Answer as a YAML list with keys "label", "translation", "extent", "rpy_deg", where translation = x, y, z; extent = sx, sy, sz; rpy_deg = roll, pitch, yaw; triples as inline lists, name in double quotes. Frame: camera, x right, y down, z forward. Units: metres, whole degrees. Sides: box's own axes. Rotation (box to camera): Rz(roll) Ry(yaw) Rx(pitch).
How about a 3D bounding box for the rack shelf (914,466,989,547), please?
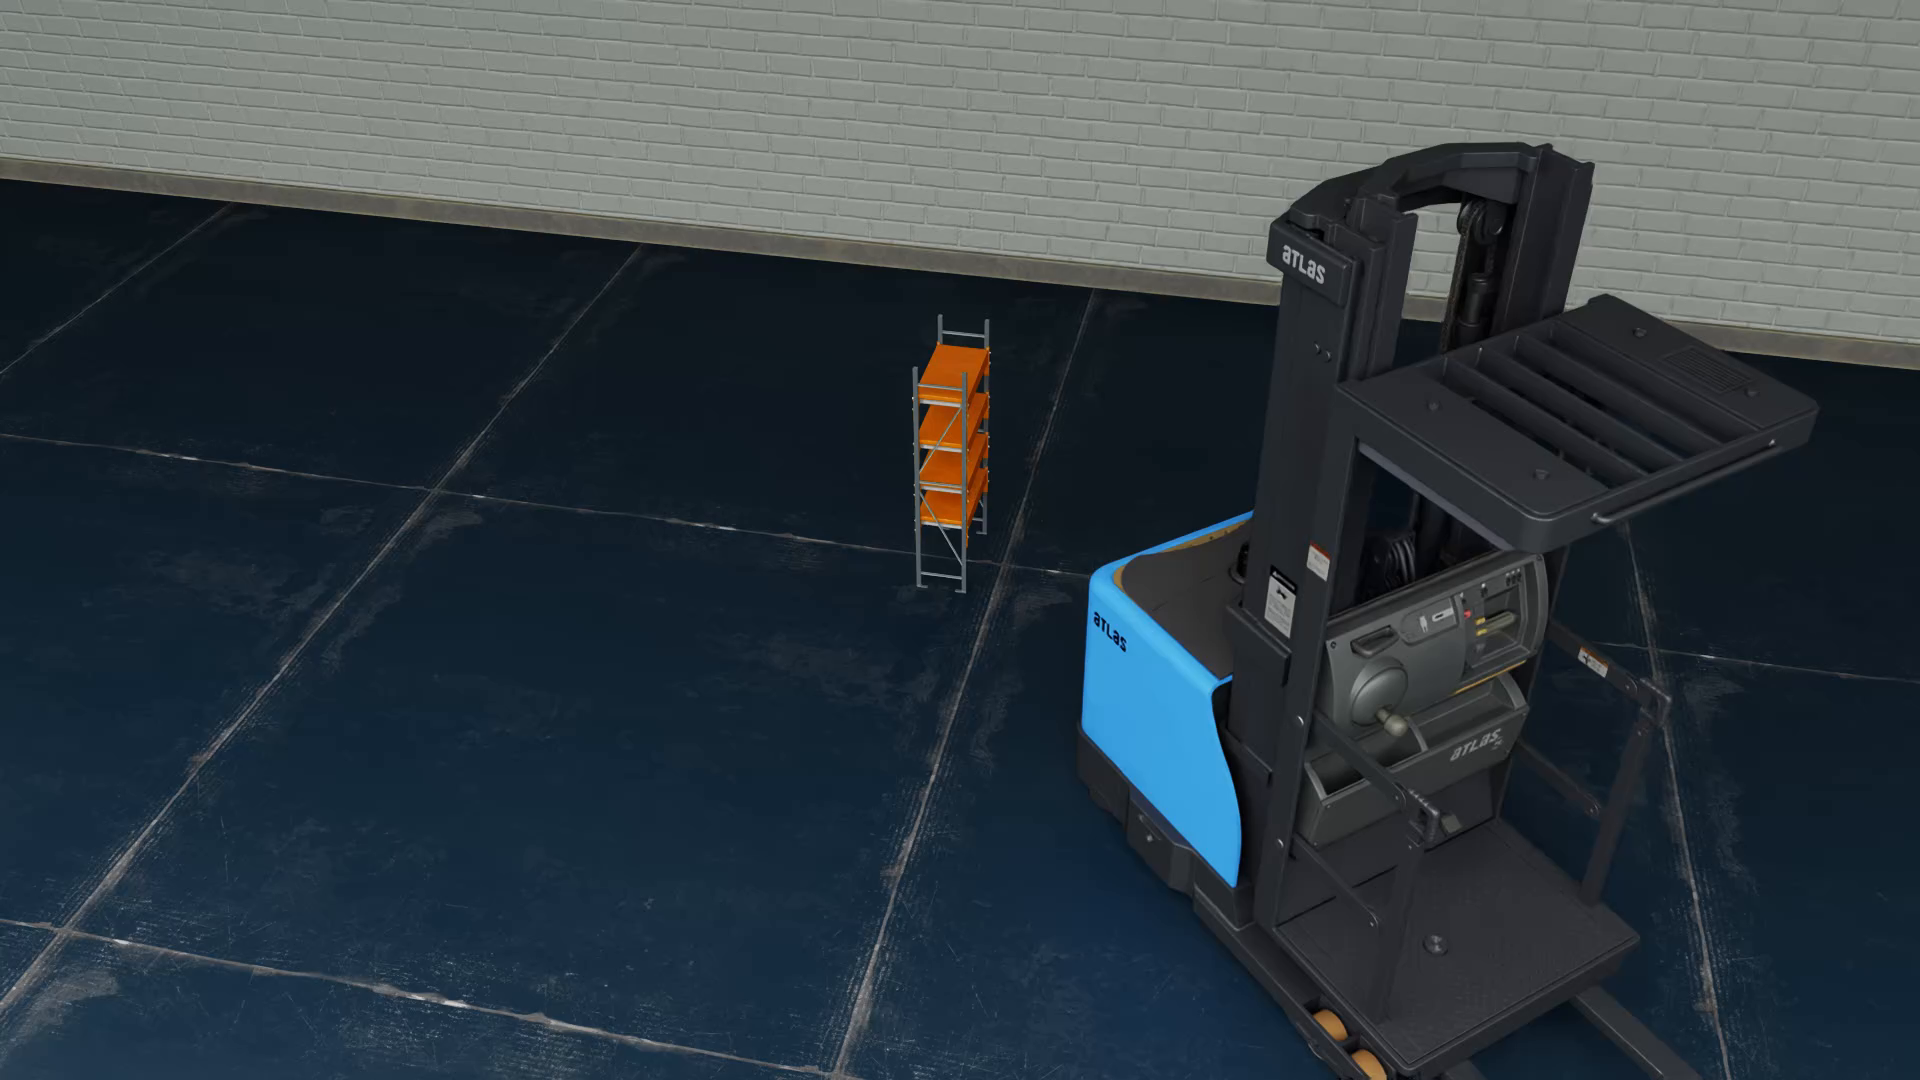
- label: "rack shelf"
  translation: [-0.035, -0.176, 7.923]
  extent: [0.258, 0.148, 0.480]
  rpy_deg: [7, 37, 10]

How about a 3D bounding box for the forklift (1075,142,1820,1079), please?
- label: "forklift"
  translation: [1.653, 0.396, 5.205]
  extent: [1.130, 2.935, 3.031]
  rpy_deg: [-19, 40, -24]

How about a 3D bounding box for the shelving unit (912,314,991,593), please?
- label: "shelving unit"
  translation: [-0.035, -0.391, 7.767]
  extent: [0.258, 1.200, 0.503]
  rpy_deg: [7, 37, 10]

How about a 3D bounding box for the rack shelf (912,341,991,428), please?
- label: "rack shelf"
  translation: [-0.035, -0.709, 7.536]
  extent: [0.258, 0.148, 0.480]
  rpy_deg: [7, 37, 10]

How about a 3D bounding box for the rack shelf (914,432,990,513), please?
- label: "rack shelf"
  translation: [-0.035, -0.336, 7.806]
  extent: [0.258, 0.148, 0.480]
  rpy_deg: [7, 37, 10]

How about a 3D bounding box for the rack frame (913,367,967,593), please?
- label: "rack frame"
  translation: [-0.087, -0.251, 7.574]
  extent: [0.240, 1.200, 0.015]
  rpy_deg: [7, 37, 10]

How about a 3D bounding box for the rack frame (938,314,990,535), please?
- label: "rack frame"
  translation: [0.017, -0.531, 7.960]
  extent: [0.240, 1.200, 0.015]
  rpy_deg: [7, 37, 10]

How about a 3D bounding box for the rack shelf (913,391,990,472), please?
- label: "rack shelf"
  translation: [-0.035, -0.518, 7.675]
  extent: [0.258, 0.148, 0.480]
  rpy_deg: [7, 37, 10]
